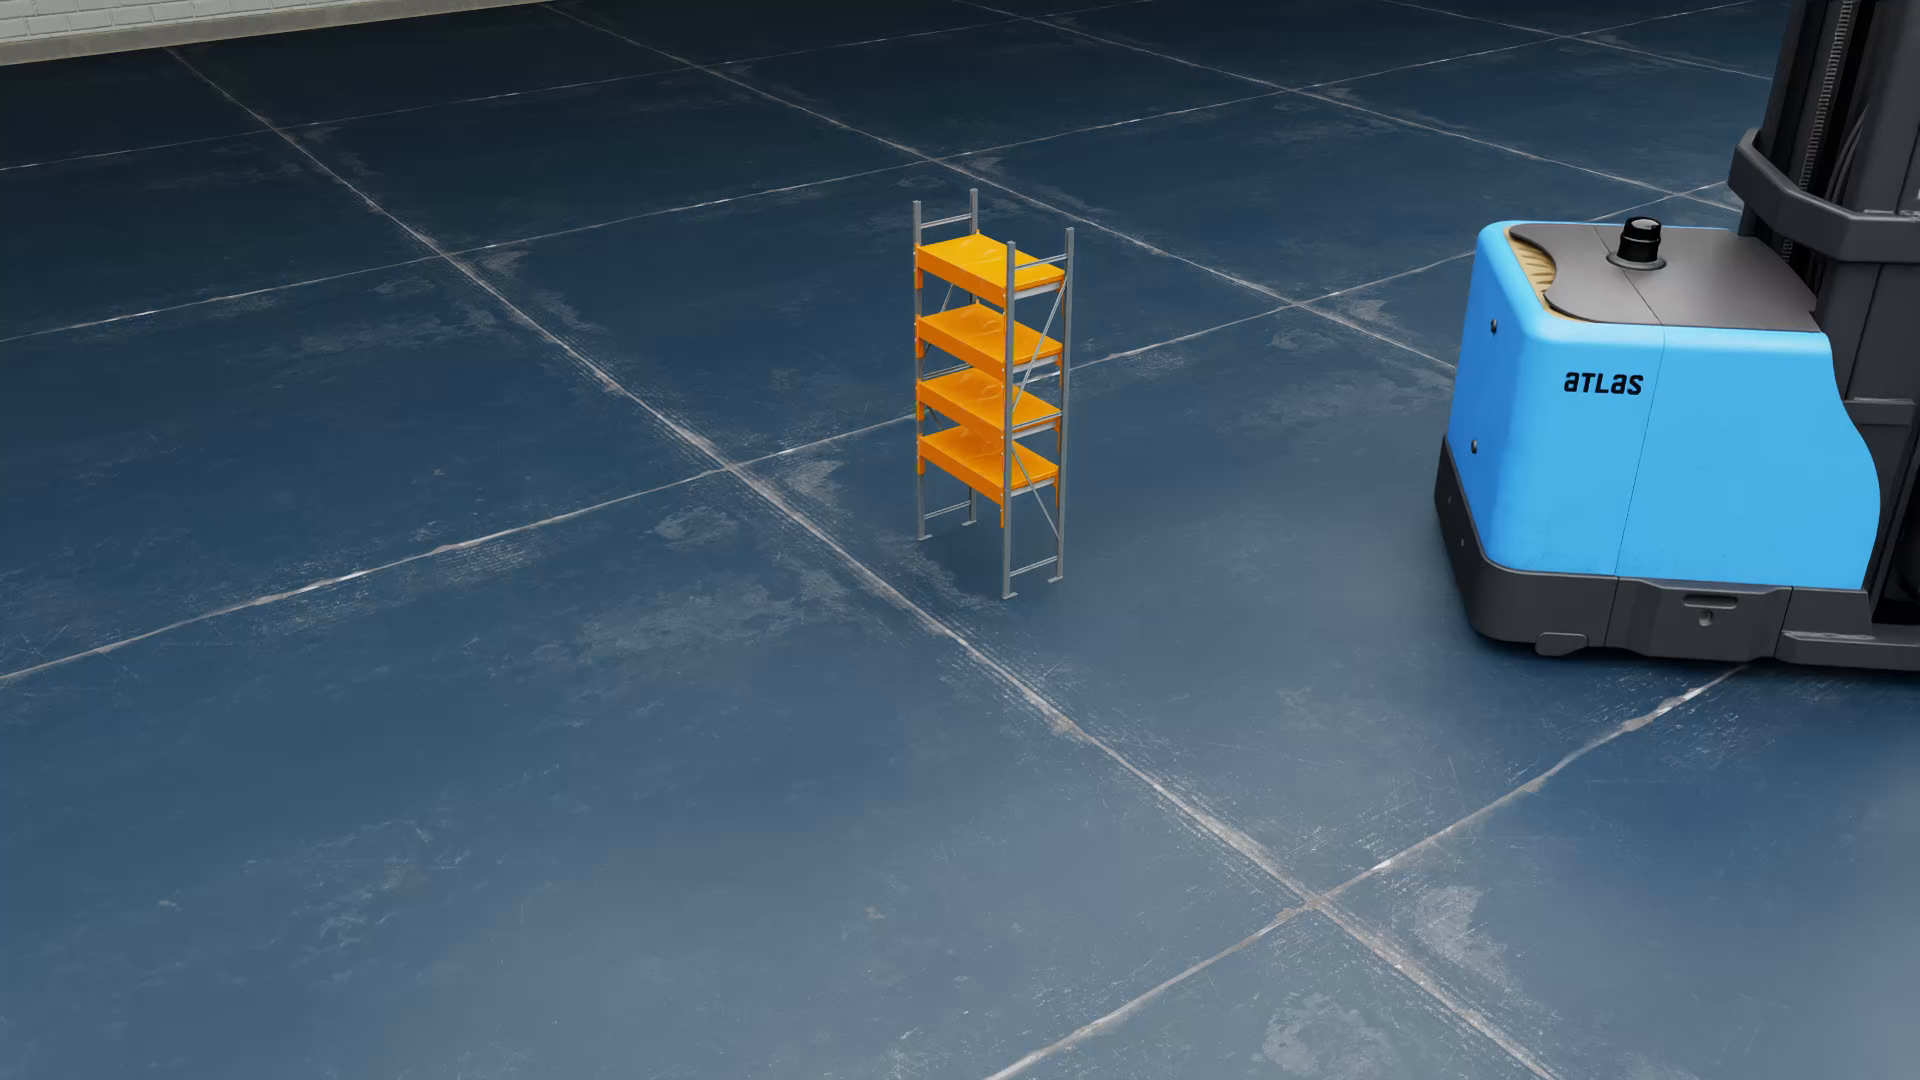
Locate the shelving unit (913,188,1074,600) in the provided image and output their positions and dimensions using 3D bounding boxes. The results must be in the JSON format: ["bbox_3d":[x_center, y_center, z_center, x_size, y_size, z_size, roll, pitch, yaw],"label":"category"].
[{"bbox_3d":[0.096,-0.463,5.345,0.258,1.200,0.503,-19,34,-31],"label":"shelving unit"}]

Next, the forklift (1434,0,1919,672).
[{"bbox_3d":[3.127,-1.086,4.678,3.031,2.935,1.130,3,29,6],"label":"forklift"}]

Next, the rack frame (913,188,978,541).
[{"bbox_3d":[-0.046,-0.558,5.520,0.240,1.200,0.015,-19,34,-31],"label":"rack frame"}]

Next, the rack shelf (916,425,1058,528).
[{"bbox_3d":[0.096,-0.229,5.472,0.258,0.148,0.480,-19,34,-31],"label":"rack shelf"}]

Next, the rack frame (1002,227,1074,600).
[{"bbox_3d":[0.238,-0.368,5.170,0.240,1.200,0.015,-19,34,-31],"label":"rack frame"}]

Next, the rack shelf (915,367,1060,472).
[{"bbox_3d":[0.096,-0.404,5.377,0.258,0.148,0.480,-19,34,-31],"label":"rack shelf"}]

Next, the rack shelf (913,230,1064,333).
[{"bbox_3d":[0.096,-0.808,5.158,0.258,0.148,0.480,-19,34,-31],"label":"rack shelf"}]

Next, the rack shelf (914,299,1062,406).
[{"bbox_3d":[0.096,-0.600,5.271,0.258,0.148,0.480,-19,34,-31],"label":"rack shelf"}]
